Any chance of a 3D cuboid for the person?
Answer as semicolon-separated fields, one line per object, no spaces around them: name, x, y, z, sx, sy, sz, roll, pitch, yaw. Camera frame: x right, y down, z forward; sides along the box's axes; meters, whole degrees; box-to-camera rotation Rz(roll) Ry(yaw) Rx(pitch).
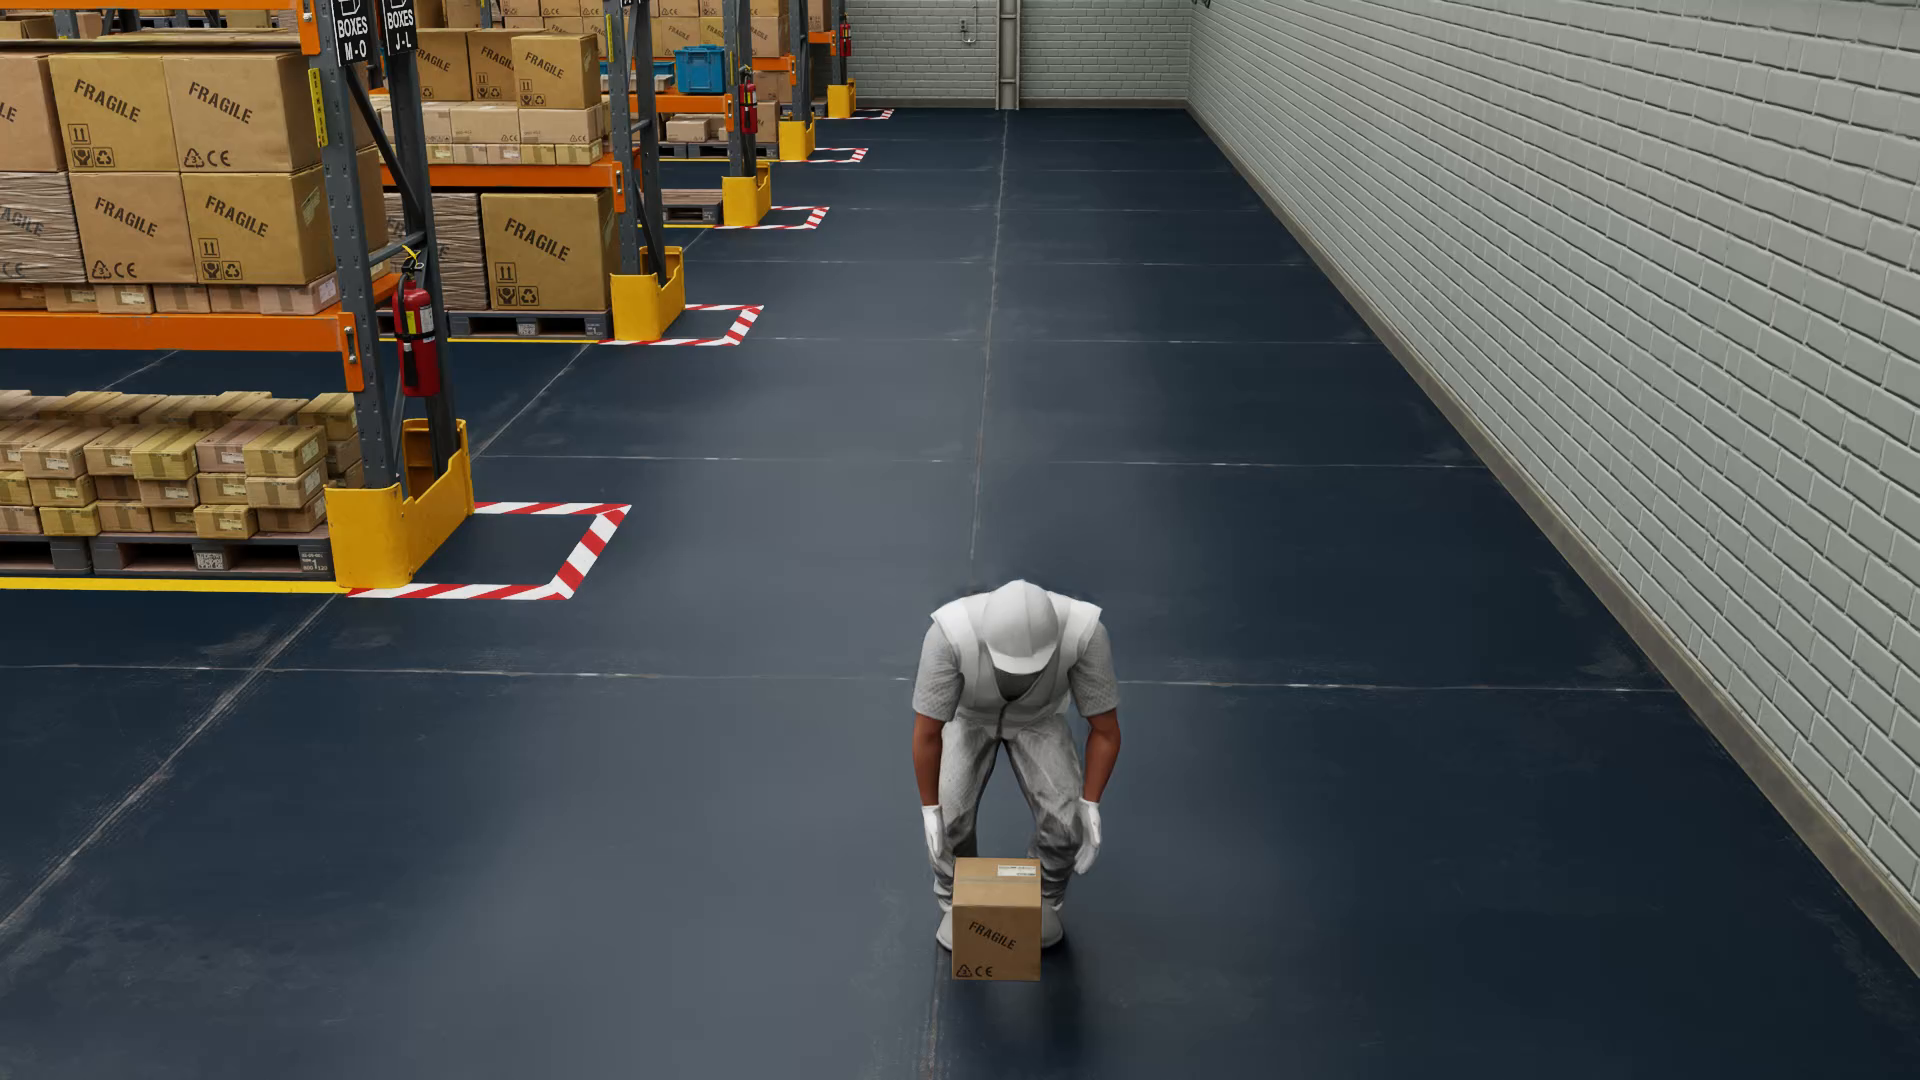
person;0.166;0.445;4.954;0.605;0.922;0.813;1;21;2
